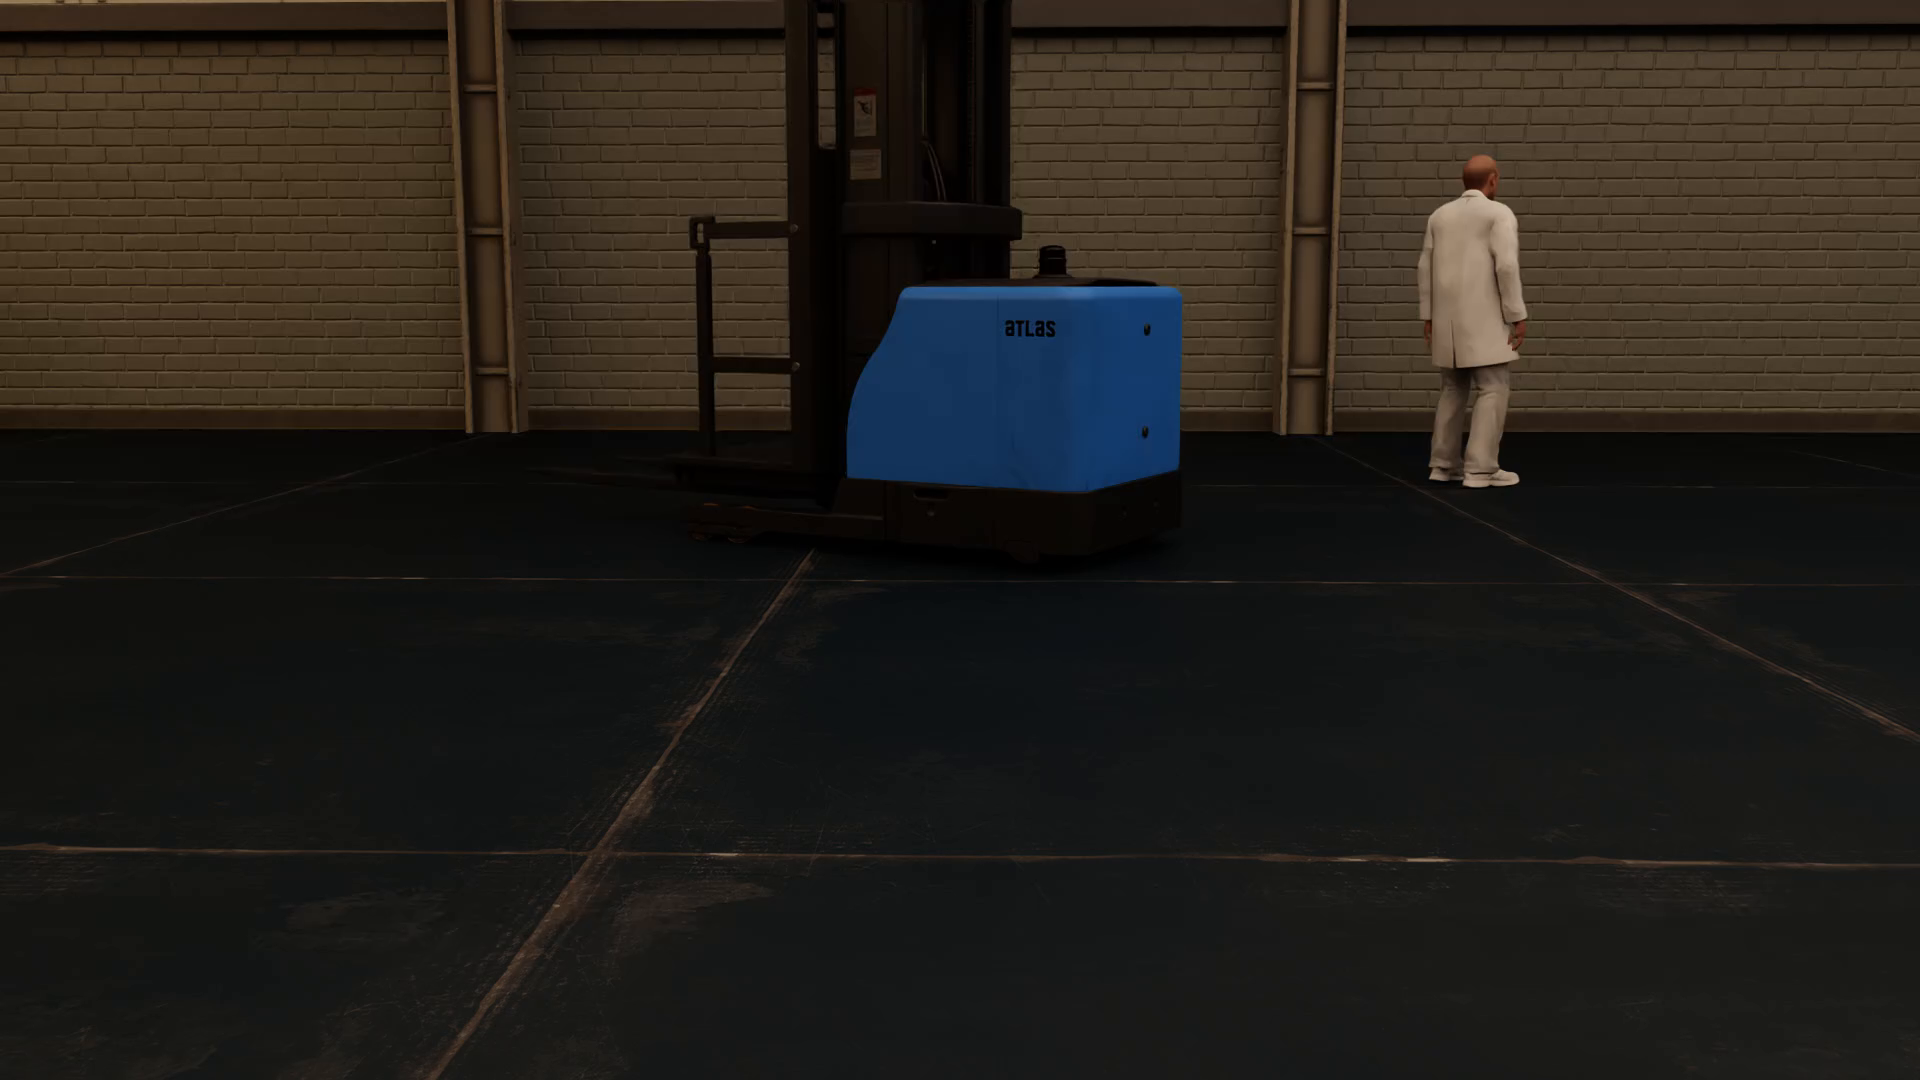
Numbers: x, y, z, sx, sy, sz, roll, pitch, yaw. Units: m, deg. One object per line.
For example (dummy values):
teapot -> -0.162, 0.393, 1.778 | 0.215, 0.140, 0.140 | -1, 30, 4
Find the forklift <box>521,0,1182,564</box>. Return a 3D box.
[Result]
forklift -> -0.597, -1.493, 7.197 | 3.031, 2.935, 1.130 | 5, 10, 29

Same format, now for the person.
person -> 2.798, -1.182, 9.026 | 0.459, 1.779, 0.651 | -6, 11, -35
